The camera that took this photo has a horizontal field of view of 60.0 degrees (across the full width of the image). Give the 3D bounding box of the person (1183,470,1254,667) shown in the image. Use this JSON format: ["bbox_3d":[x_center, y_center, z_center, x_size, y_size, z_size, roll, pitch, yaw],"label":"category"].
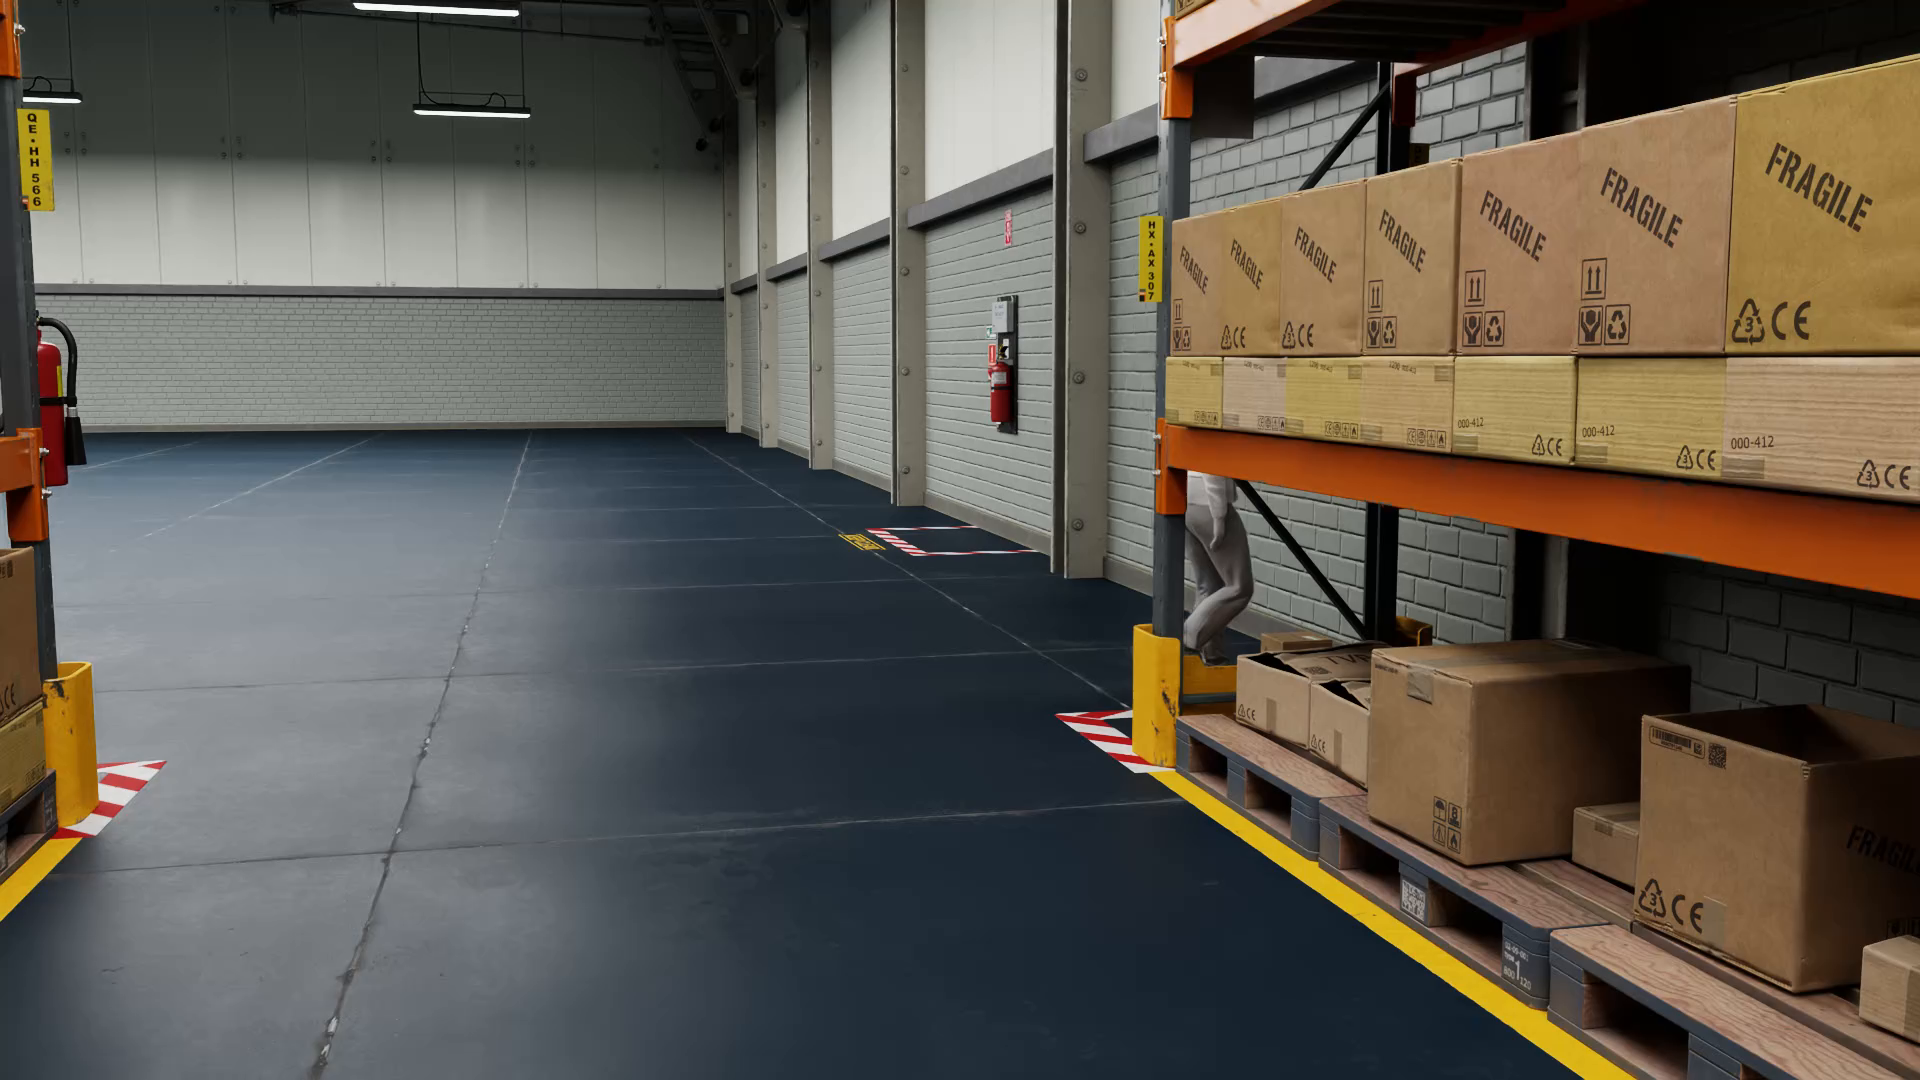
[{"bbox_3d":[1.163,-0.133,7.675,0.577,1.673,0.501,-1,6,-13],"label":"person"}]
